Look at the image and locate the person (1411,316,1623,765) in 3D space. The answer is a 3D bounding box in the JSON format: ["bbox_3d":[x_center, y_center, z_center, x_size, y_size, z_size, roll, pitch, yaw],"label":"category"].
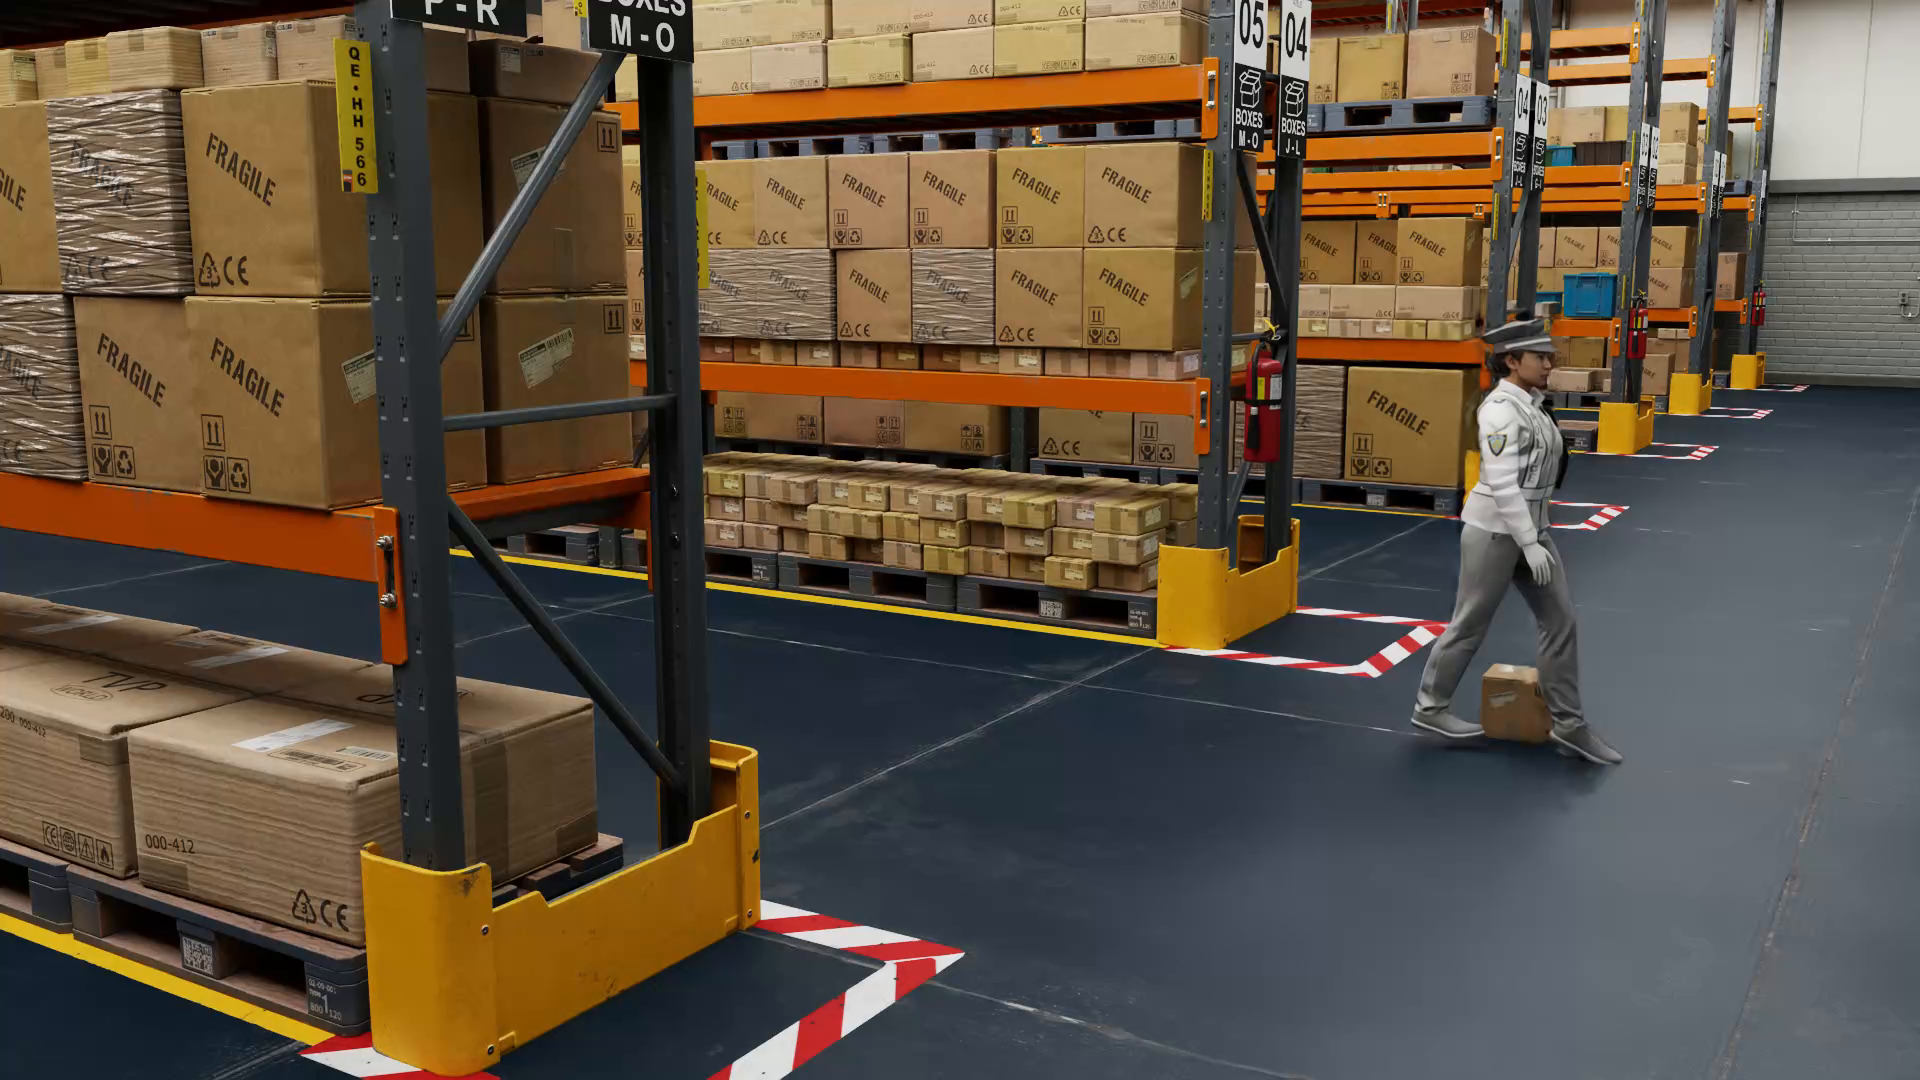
[{"bbox_3d":[2.118,0.010,6.301,0.773,1.706,0.522,7,12,37],"label":"person"}]
